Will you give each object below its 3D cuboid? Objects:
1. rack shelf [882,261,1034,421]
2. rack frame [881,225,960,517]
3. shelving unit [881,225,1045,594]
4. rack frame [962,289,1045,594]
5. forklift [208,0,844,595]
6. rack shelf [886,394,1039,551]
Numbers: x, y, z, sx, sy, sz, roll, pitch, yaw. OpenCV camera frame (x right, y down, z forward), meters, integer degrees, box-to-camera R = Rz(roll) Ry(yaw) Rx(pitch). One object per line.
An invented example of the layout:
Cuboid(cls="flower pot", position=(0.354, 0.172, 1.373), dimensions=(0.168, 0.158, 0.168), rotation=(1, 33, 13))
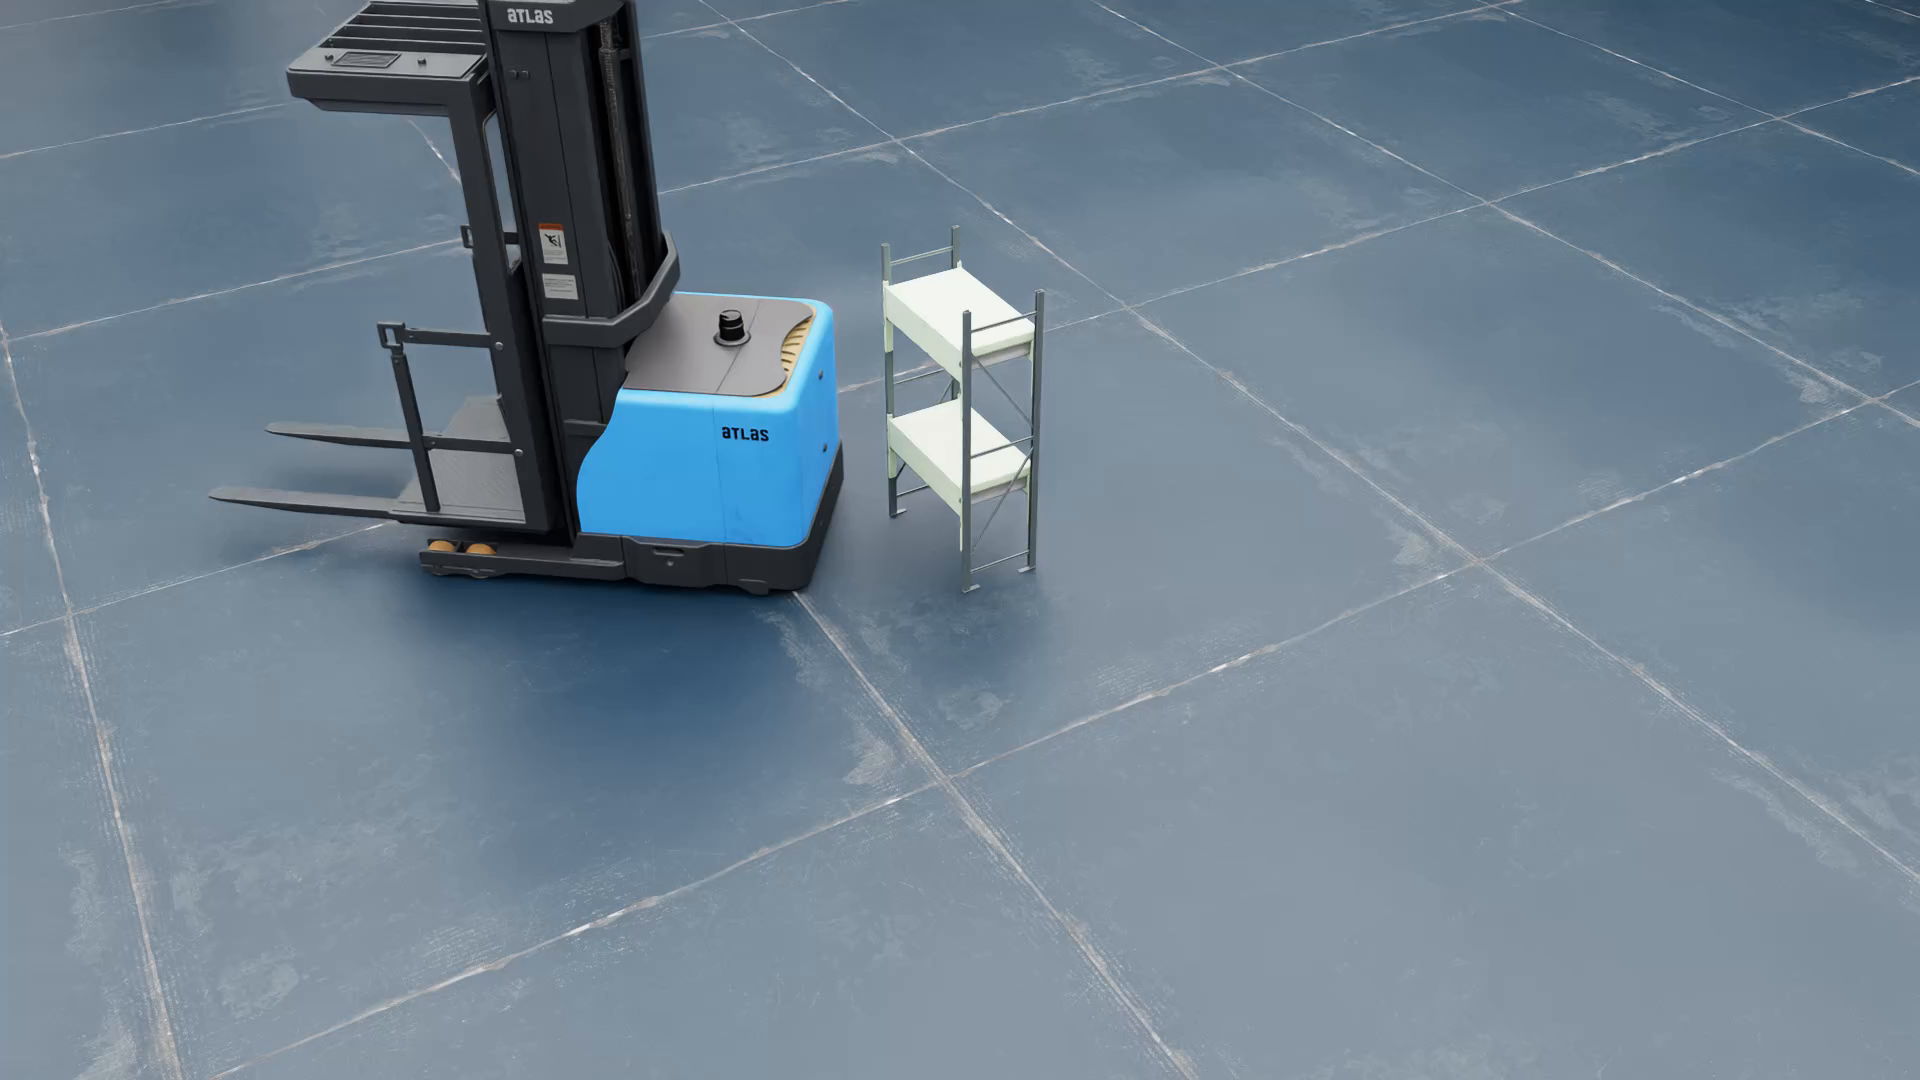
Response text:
Cuboid(cls="rack shelf", position=(0.003, -0.917, 7.573), dimensions=(0.431, 0.370, 0.720), rotation=(-19, 40, -24))
Cuboid(cls="rack frame", position=(-0.181, -0.789, 8.059), dimensions=(0.400, 1.500, 0.023), rotation=(-19, 40, -24))
Cuboid(cls="shelving unit", position=(0.003, -0.602, 7.803), dimensions=(0.431, 1.500, 0.755), rotation=(-19, 40, -24))
Cuboid(cls="rack frame", position=(0.187, -0.416, 7.547), dimensions=(0.400, 1.500, 0.023), rotation=(-19, 40, -24))
Cuboid(cls="forklift", position=(-2.155, -1.303, 7.549), dimensions=(3.031, 2.935, 1.130), rotation=(4, 36, 6))
Cuboid(cls="rack shelf", position=(0.003, -0.339, 7.995), dimensions=(0.431, 0.370, 0.720), rotation=(-19, 40, -24))
